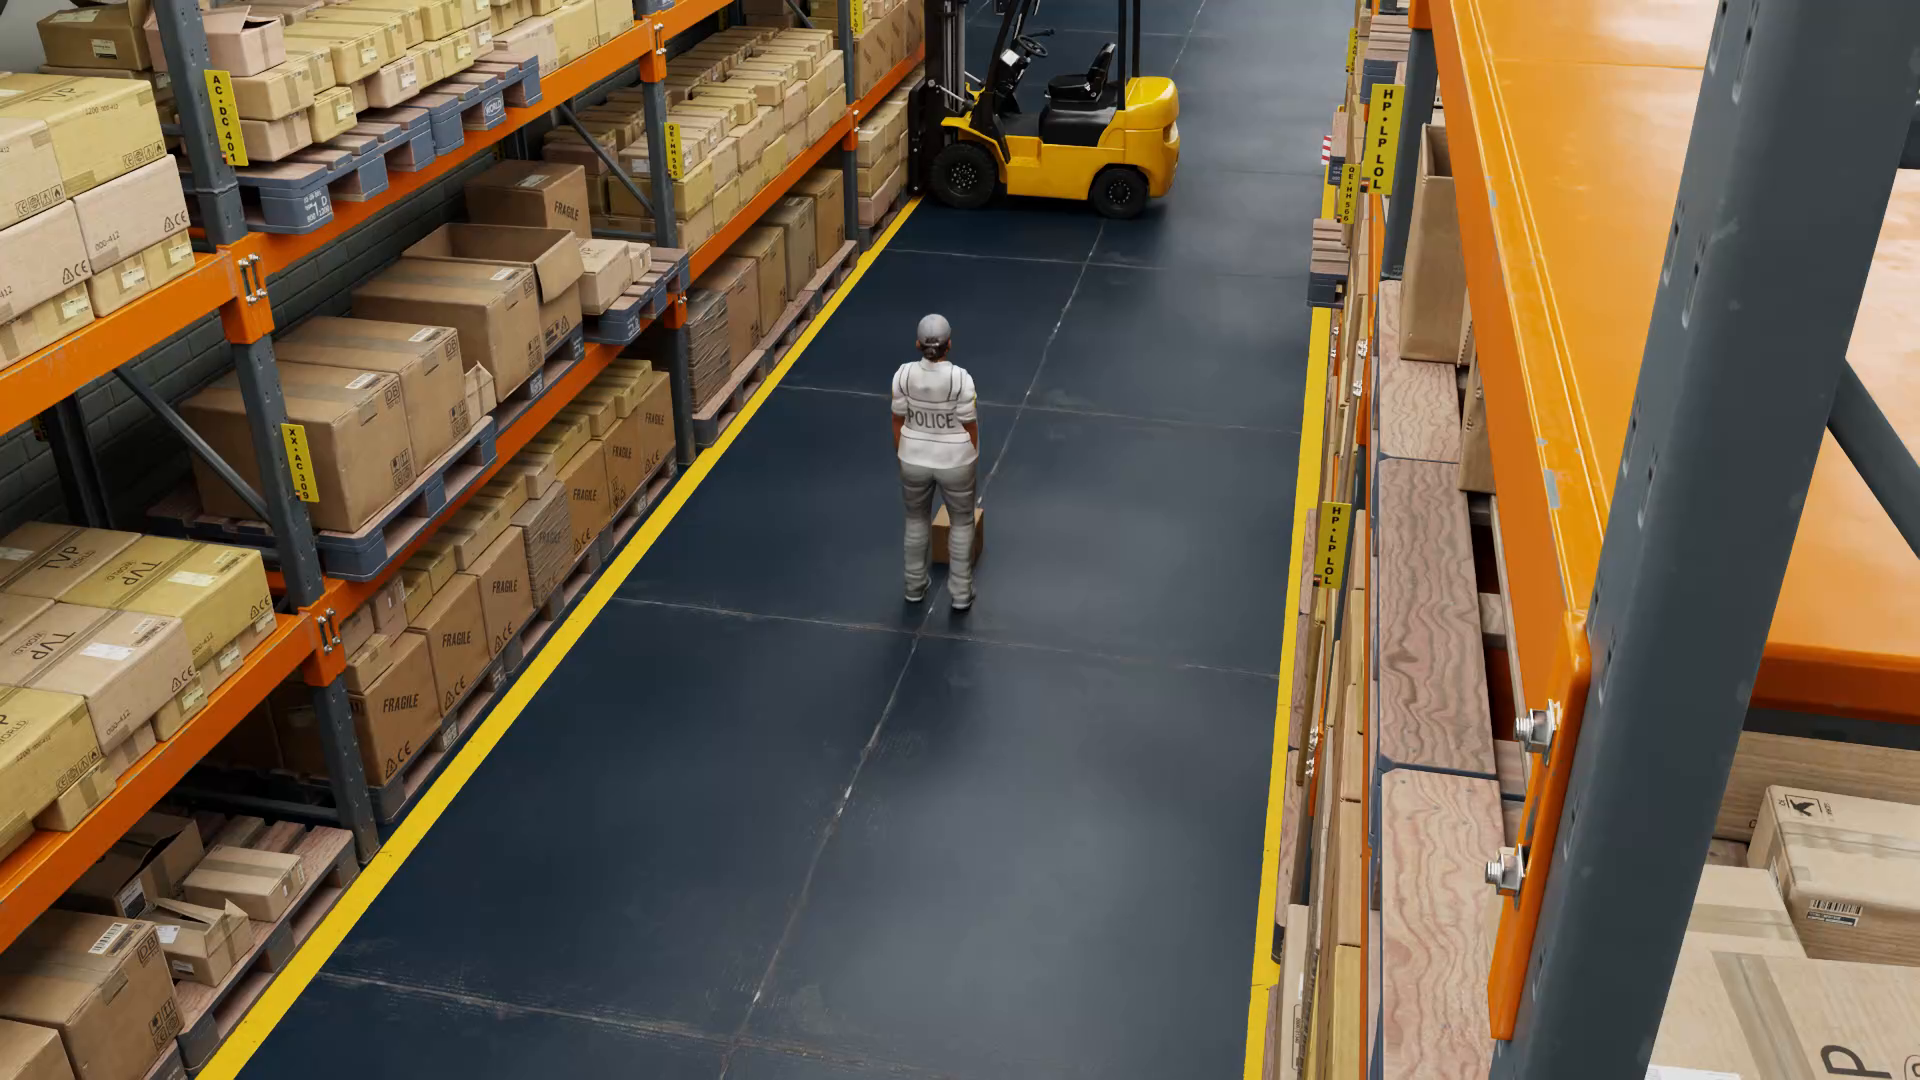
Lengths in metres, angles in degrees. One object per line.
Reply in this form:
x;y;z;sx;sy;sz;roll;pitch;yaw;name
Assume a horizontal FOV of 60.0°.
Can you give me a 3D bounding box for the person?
-0.127;-0.413;8.902;0.468;1.684;0.390;7;30;12;person
